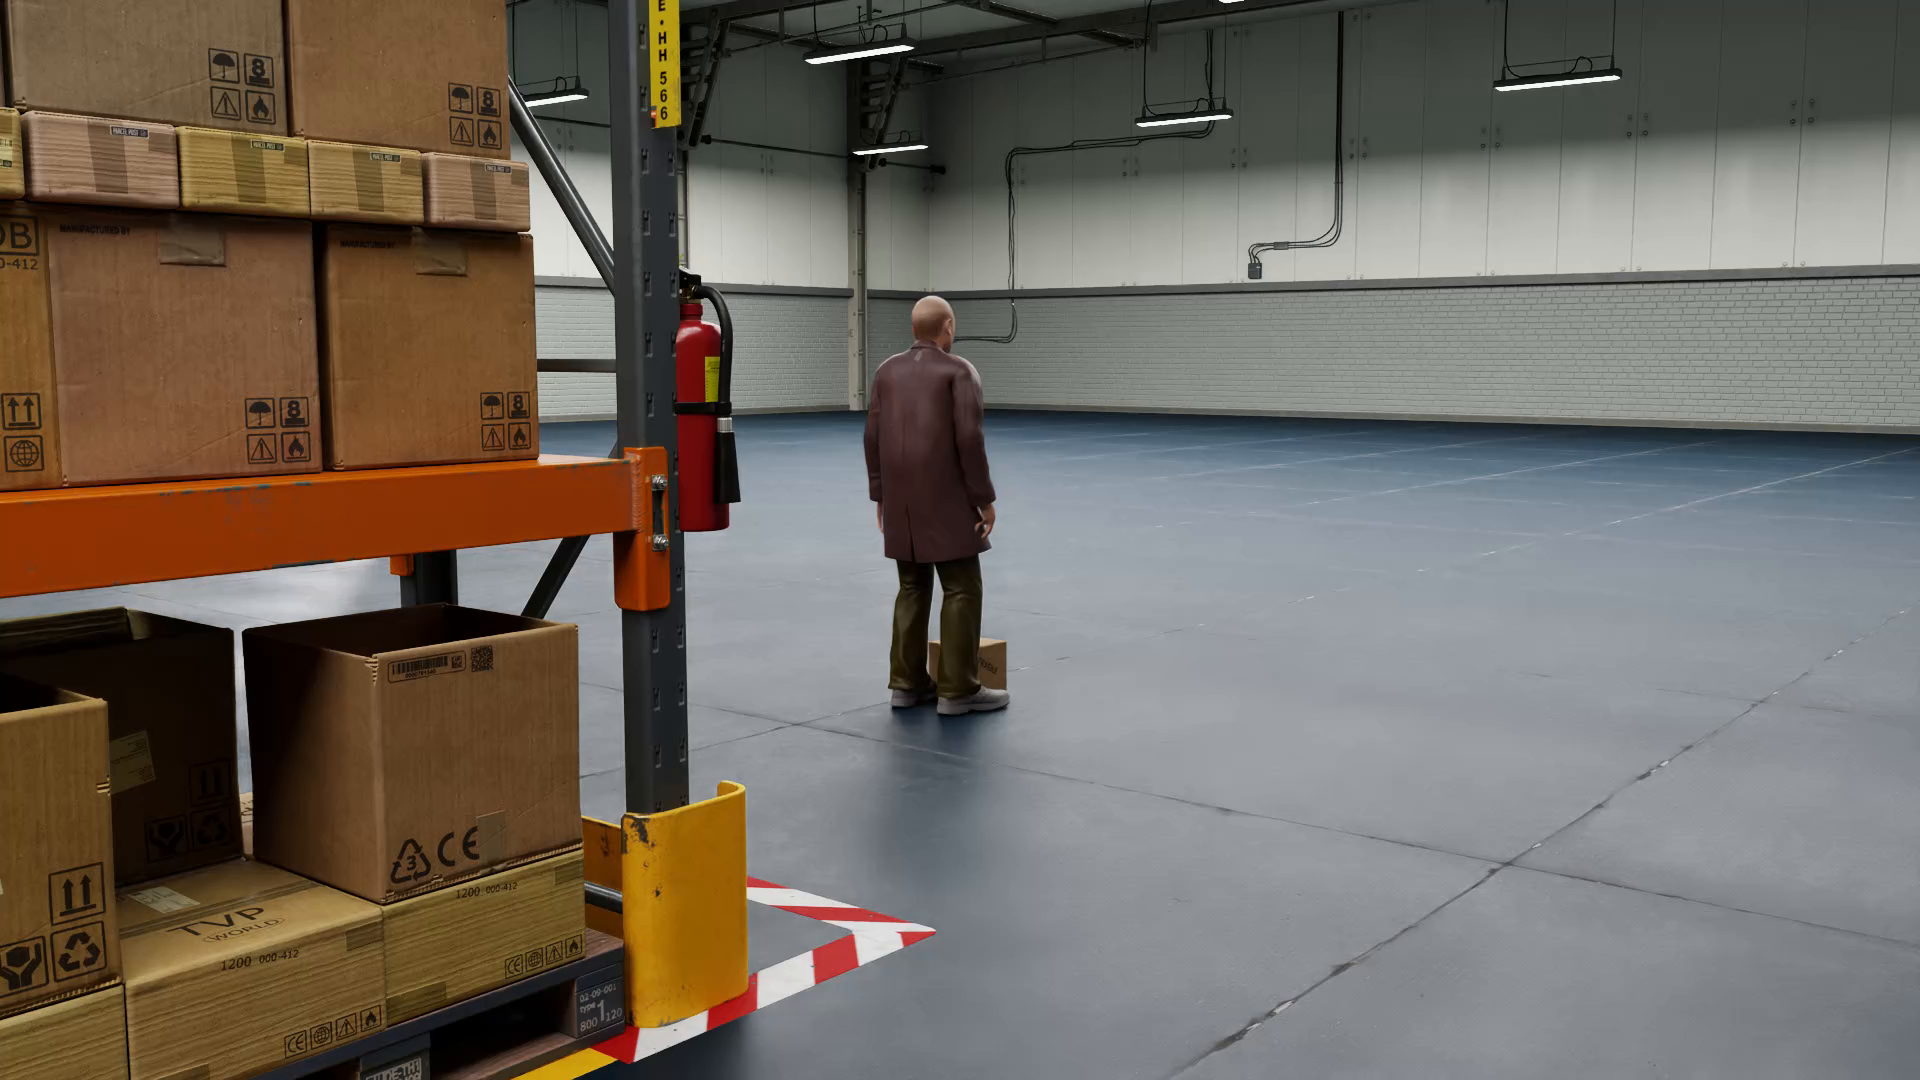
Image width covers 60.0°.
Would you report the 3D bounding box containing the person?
[{"bbox_3d":[-0.122,-0.157,7.168,0.645,1.772,0.429,5,8,35],"label":"person"}]
